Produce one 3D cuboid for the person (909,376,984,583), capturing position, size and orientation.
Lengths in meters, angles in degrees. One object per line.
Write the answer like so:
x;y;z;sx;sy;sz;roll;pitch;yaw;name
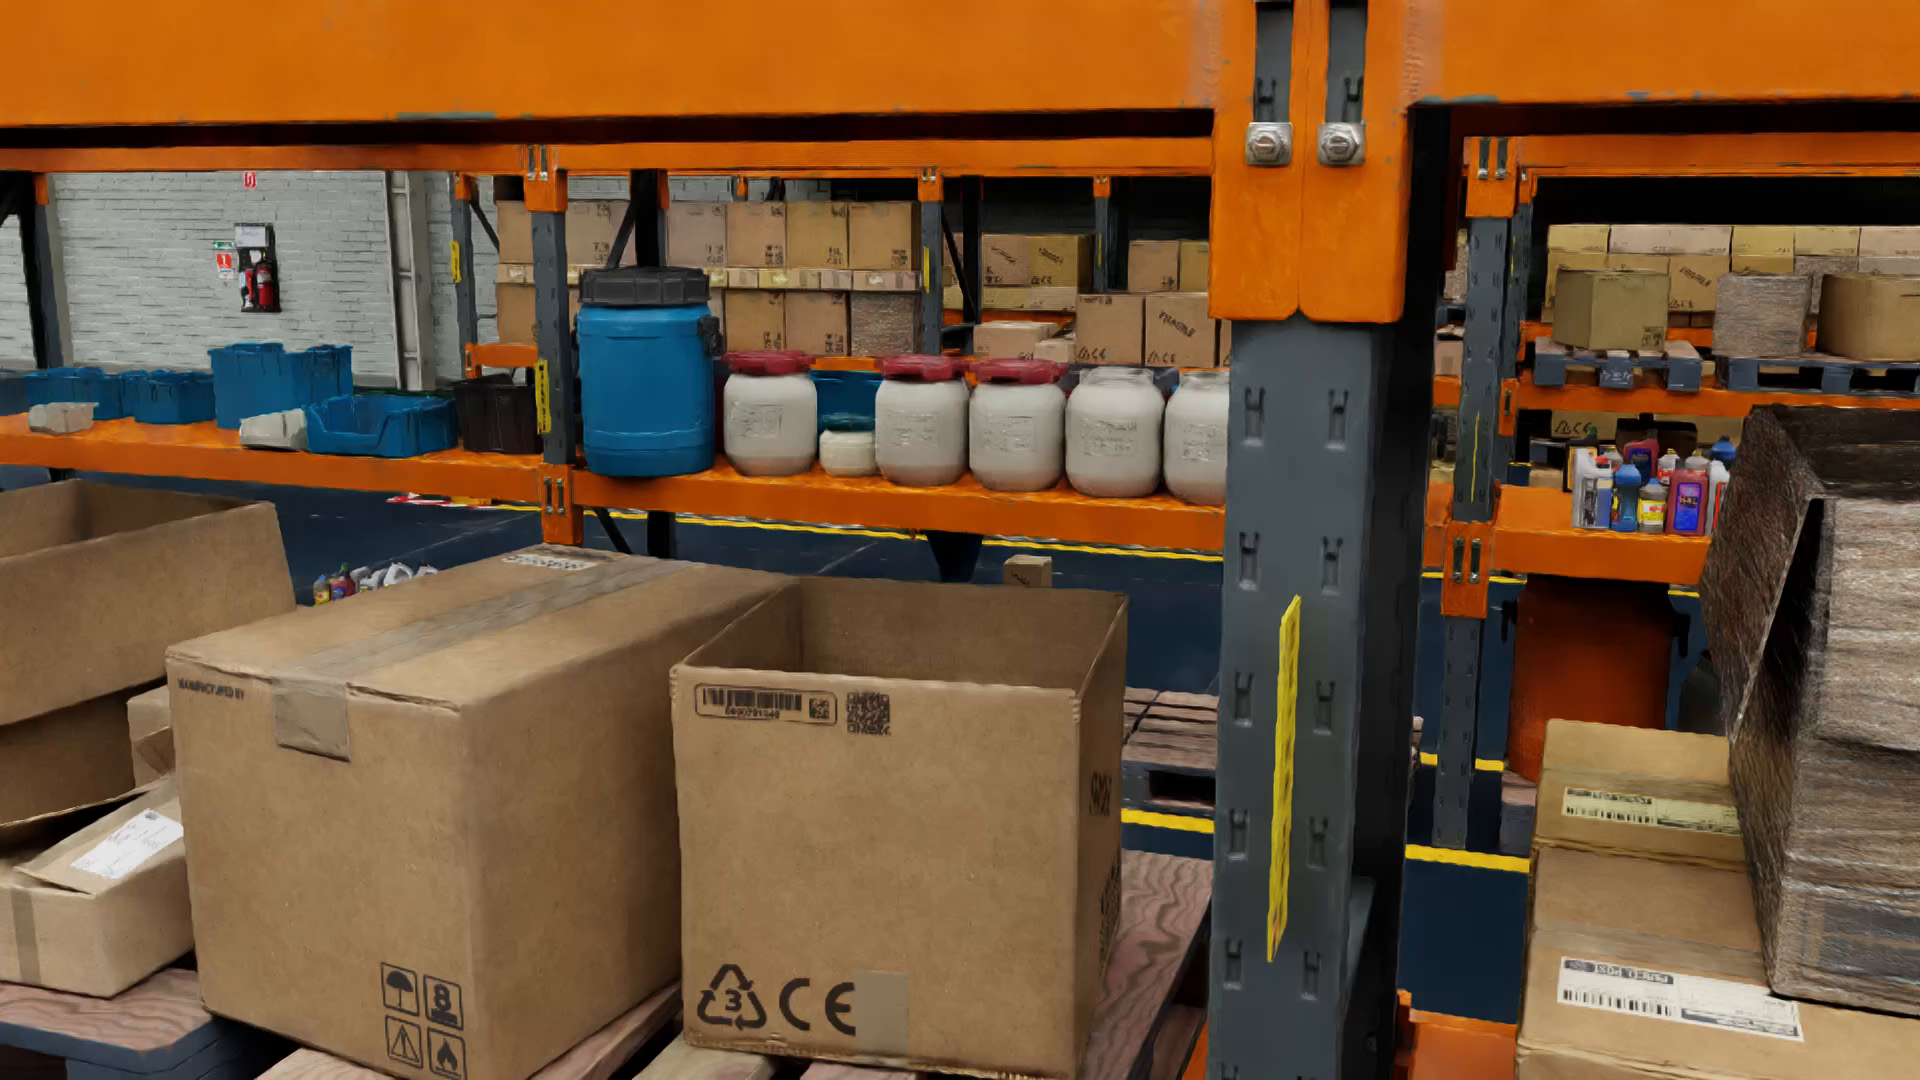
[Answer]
-0.058;-0.085;9.005;0.415;1.523;0.764;1;12;7;person
